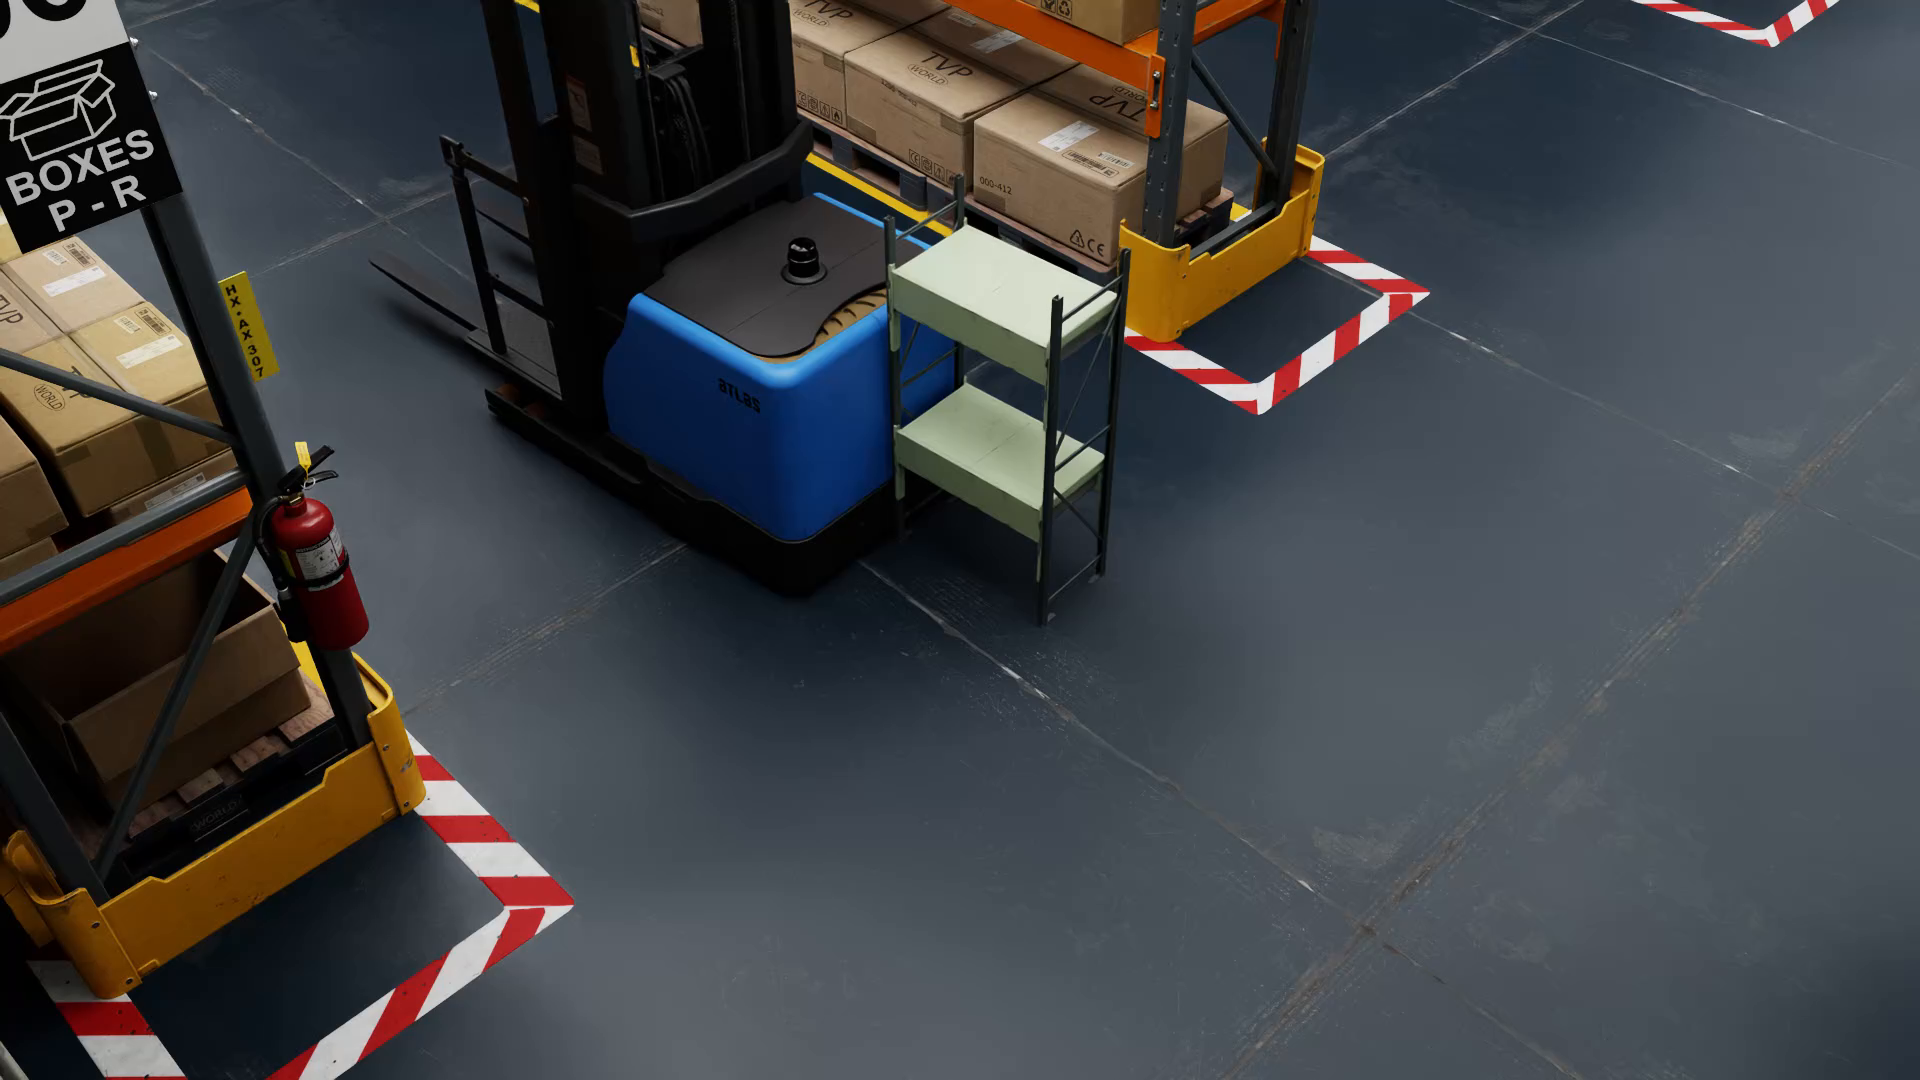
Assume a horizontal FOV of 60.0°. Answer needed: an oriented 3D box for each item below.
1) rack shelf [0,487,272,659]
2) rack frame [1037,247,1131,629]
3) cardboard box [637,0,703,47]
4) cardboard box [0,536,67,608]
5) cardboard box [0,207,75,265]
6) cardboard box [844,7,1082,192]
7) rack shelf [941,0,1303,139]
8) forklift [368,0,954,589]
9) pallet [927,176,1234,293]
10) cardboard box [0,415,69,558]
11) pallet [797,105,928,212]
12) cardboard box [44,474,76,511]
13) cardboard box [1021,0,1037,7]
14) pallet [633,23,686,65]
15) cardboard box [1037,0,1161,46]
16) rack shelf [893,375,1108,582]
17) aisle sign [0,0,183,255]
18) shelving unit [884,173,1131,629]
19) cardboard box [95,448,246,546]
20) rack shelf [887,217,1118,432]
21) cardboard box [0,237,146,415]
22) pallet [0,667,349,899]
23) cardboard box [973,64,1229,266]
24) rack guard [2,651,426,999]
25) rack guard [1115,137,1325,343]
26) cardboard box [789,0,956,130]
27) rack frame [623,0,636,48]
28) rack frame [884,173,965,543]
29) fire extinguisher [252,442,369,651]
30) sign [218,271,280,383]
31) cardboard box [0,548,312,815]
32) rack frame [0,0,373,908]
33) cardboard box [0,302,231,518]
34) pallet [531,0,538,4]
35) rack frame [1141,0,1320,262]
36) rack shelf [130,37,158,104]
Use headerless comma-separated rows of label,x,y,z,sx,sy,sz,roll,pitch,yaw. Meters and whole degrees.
rack shelf,-3.711,-0.682,5.753,1.077,0.370,4.000,-34,53,-31
rack frame,0.432,-0.320,5.936,0.023,1.500,0.400,30,51,29
cardboard box,-1.244,-3.148,9.470,0.875,0.438,0.875,33,52,31
cardboard box,-2.723,0.076,4.587,0.250,0.149,0.380,34,52,31
cardboard box,-3.145,-0.871,5.318,0.500,0.250,0.500,33,52,31
cardboard box,0.024,-2.284,8.535,0.875,0.438,0.875,-33,52,-30
rack shelf,-0.199,-3.063,8.329,1.077,0.370,4.000,-34,53,-31
forklift,-1.420,-1.746,6.425,3.031,2.935,1.130,30,51,29
pallet,0.593,-1.689,8.367,1.003,0.211,1.213,-34,53,-31
cardboard box,-2.811,-0.134,4.520,0.500,0.250,0.500,-33,52,-30
pallet,-0.264,-2.275,9.001,1.003,0.211,1.213,-34,53,-31
cardboard box,-2.549,-0.283,4.976,0.380,0.149,0.250,-33,52,-30
cardboard box,0.341,-2.756,7.394,0.500,0.500,0.500,33,52,31
pallet,-1.130,-2.861,9.636,1.003,0.211,1.213,-34,53,-31
cardboard box,0.685,-2.508,7.125,0.500,0.500,0.500,-34,52,-31
rack shelf,0.155,-0.243,6.333,0.720,0.370,0.431,30,51,29
aisle sign,-2.043,-1.048,3.703,0.394,0.787,0.004,-34,53,-31
shelving unit,0.155,-0.482,6.112,0.755,1.500,0.431,30,51,29
cardboard box,-2.337,-0.183,4.867,0.250,0.149,0.380,34,52,31
rack shelf,0.155,-0.769,5.847,0.720,0.370,0.431,30,51,29
cardboard box,-2.784,-0.629,5.056,0.500,0.250,0.500,-34,52,-31
pallet,-2.916,0.620,5.869,1.003,0.211,1.213,-34,53,-31
cardboard box,0.676,-1.849,8.064,0.875,0.438,0.875,32,52,30
rack guard,-2.352,0.896,5.357,1.175,0.500,0.348,-34,53,-31
rack guard,1.230,-1.437,7.881,1.175,0.500,0.348,-34,53,-31
cardboard box,-0.612,-2.718,9.005,0.875,0.438,0.875,33,52,30
rack frame,-1.612,-4.288,9.125,1.000,3.000,0.127,-34,53,-31
rack frame,-0.122,-0.645,6.287,0.023,1.500,0.400,30,51,29
fire extinguisher,-1.867,0.029,4.785,0.296,0.674,0.183,-34,53,-31
sign,-1.915,-0.564,4.457,0.100,0.325,0.005,-34,53,-31
cardboard box,-2.663,0.438,5.541,0.637,0.503,0.797,32,52,30
rack frame,-2.299,0.014,4.469,1.000,3.000,0.127,-34,53,-31
cardboard box,-2.428,-0.387,4.794,0.500,0.250,0.500,-34,52,-31
pallet,-2.210,-3.599,10.434,1.003,0.211,1.213,-34,53,-31
rack frame,1.213,-2.366,7.045,1.000,3.000,0.127,-34,53,-31
rack shelf,-3.711,-1.784,4.735,1.077,0.370,4.000,-34,53,-31
